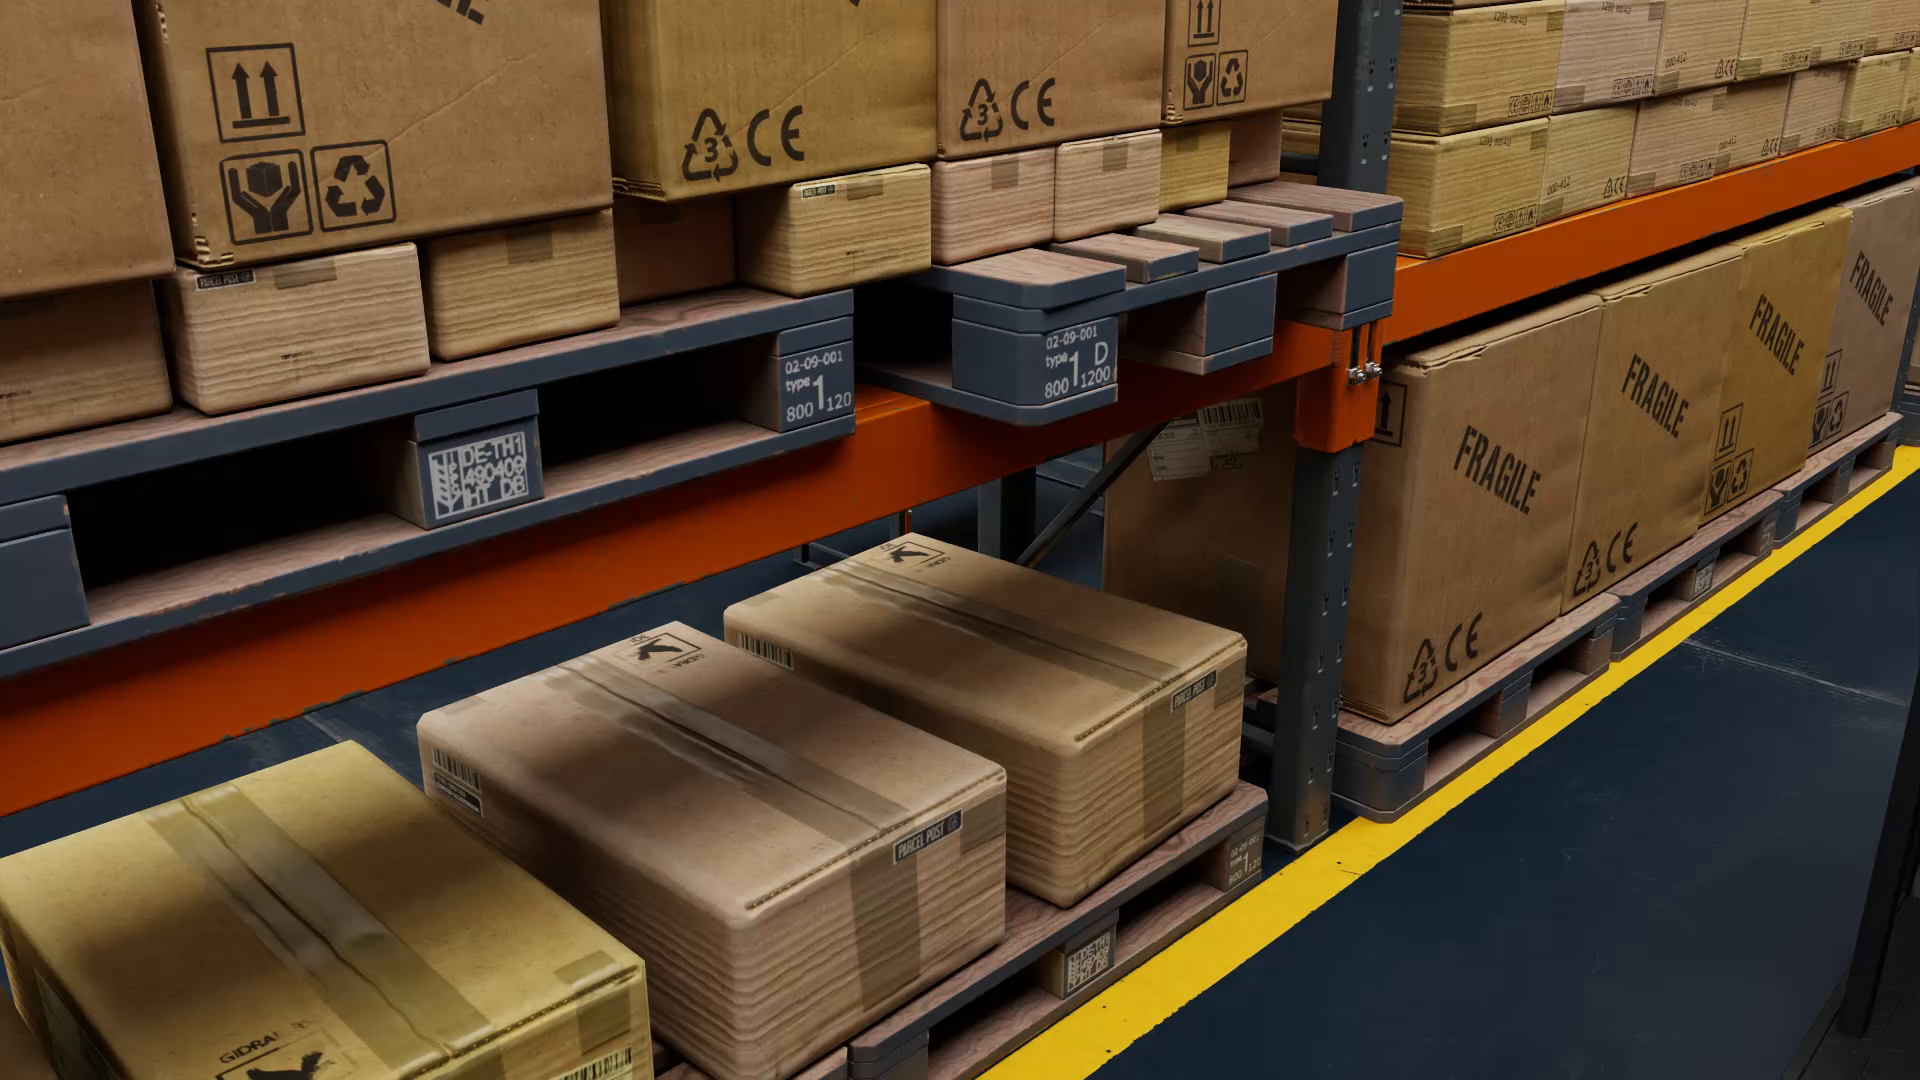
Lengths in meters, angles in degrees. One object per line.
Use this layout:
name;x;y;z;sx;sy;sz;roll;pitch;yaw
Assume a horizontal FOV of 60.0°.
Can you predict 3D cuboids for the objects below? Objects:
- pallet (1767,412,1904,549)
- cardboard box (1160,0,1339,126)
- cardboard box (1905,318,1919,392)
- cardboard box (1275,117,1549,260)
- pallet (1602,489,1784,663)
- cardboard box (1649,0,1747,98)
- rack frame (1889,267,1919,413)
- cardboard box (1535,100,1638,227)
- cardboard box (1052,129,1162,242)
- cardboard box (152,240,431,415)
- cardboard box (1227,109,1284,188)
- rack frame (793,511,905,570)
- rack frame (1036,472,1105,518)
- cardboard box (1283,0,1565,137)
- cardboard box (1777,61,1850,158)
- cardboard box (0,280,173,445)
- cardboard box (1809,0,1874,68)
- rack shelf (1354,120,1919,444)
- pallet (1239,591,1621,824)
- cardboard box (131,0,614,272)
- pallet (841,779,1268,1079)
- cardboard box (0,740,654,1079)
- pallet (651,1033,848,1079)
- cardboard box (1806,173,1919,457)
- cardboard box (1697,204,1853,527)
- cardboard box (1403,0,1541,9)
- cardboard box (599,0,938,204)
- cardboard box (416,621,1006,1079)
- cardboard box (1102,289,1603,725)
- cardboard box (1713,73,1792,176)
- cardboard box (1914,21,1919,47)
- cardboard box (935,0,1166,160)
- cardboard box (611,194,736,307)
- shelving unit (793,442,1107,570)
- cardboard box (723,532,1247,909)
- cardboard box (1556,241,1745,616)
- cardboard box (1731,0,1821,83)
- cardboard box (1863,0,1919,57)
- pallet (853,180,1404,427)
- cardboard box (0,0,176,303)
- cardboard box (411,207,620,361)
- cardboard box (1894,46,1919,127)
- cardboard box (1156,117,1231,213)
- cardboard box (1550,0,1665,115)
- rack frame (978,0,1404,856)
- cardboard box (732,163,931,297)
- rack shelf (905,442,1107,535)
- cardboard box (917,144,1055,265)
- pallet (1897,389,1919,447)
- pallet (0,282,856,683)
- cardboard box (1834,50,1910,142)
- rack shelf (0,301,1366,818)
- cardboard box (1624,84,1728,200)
pallet;2.750;-0.341;6.168;1.003;0.211;1.213;19;28;41
cardboard box;0.326;-1.027;2.926;0.500;0.500;0.500;18;28;39
cardboard box;3.749;-0.994;6.967;0.875;0.438;0.875;19;28;40
cardboard box;0.965;-0.824;3.748;0.500;0.250;0.500;19;28;40
pallet;1.899;-0.026;5.348;1.003;0.211;1.213;19;28;41
cardboard box;1.692;-1.321;4.343;0.500;0.250;0.500;19;28;40
rack frame;3.234;-1.860;6.232;1.000;3.000;0.127;19;28;41
cardboard box;1.311;-0.961;4.103;0.500;0.250;0.500;18;28;39
cardboard box;0.105;-0.604;2.731;0.380;0.149;0.250;19;28;40
cardboard box;-0.806;-0.273;1.869;0.250;0.149;0.380;-19;28;-40
cardboard box;0.383;-0.767;3.155;0.250;0.149;0.380;-19;28;-40
rack frame;-0.350;-0.396;5.037;0.500;1.125;0.032;19;28;41
rack frame;0.359;-0.657;5.717;0.500;1.125;0.032;19;28;41
cardboard box;0.974;-1.063;3.673;0.500;0.250;0.500;19;28;40
cardboard box;2.380;-1.356;5.130;0.500;0.250;0.500;18;28;39
cardboard box;-1.028;-0.218;1.725;0.380;0.149;0.250;20;28;41
cardboard box;2.400;-1.584;5.027;0.500;0.250;0.500;-19;28;-41
rack shelf;1.839;-1.010;5.024;1.077;0.370;4.000;19;28;41
pallet;1.048;0.286;4.536;1.003;0.211;1.213;19;28;41
cardboard box;-0.760;-0.621;1.870;0.500;0.500;0.500;18;27;39
pallet;-0.103;0.670;3.536;1.003;0.211;1.213;19;28;41
cardboard box;-1.000;0.727;2.580;0.625;0.372;0.950;-19;28;-40
pallet;-0.954;0.983;2.724;1.003;0.211;1.213;19;28;41
cardboard box;2.859;-0.885;6.072;0.875;0.875;0.875;-19;28;-40
cardboard box;2.234;-0.651;5.462;0.875;0.875;0.875;-19;28;-40
cardboard box;0.963;-1.411;3.531;0.500;0.500;0.500;18;27;39
cardboard box;-0.378;-0.761;2.234;0.500;0.500;0.500;17;27;37
cardboard box;-0.467;0.533;3.083;0.950;0.372;0.625;19;28;40
cardboard box;0.985;-0.193;4.271;0.875;0.875;0.875;19;28;40
cardboard box;2.023;-1.222;4.782;0.500;0.250;0.500;19;28;41
cardboard box;3.101;-1.849;5.717;0.500;0.250;0.500;19;28;41
cardboard box;-0.027;-0.891;2.573;0.500;0.500;0.500;19;28;40
cardboard box;-0.524;-0.434;2.288;0.380;0.149;0.250;20;28;41
shelving unit;0.005;-0.527;5.377;0.538;1.125;1.048;19;28;41
cardboard box;0.042;0.342;3.582;0.950;0.372;0.625;17;27;37
cardboard box;1.610;-0.421;4.865;0.875;0.875;0.875;20;29;41
cardboard box;2.055;-1.448;4.673;0.500;0.250;0.500;-20;28;-41
cardboard box;2.757;-1.719;5.377;0.500;0.250;0.500;-19;28;-41
pallet;0.023;-0.532;3.046;1.213;0.211;1.003;19;28;41
cardboard box;-1.111;-0.486;1.519;0.500;0.500;0.500;19;28;40
cardboard box;-0.641;-0.349;2.067;0.380;0.149;0.250;18;27;39
cardboard box;3.102;-1.611;5.795;0.500;0.250;0.500;18;28;39
cardboard box;0.248;-0.680;2.928;0.250;0.149;0.380;-20;28;-41
cardboard box;1.335;-1.196;4.018;0.500;0.250;0.500;-19;28;-41
rack frame;0.444;-0.832;3.557;1.000;3.000;0.127;19;28;41
cardboard box;-0.259;-0.467;2.374;0.250;0.149;0.380;-20;28;-41
rack shelf;0.005;-0.299;5.465;0.538;0.278;1.000;19;28;41
cardboard box;-0.077;-0.542;2.567;0.380;0.149;0.250;18;27;38
pallet;3.821;-0.734;7.190;1.003;0.211;1.213;19;28;41
pallet;-0.908;-0.223;2.241;1.003;0.211;1.213;19;28;41
cardboard box;2.746;-1.481;5.455;0.500;0.250;0.500;19;28;40
rack shelf;-0.952;0.018;2.349;1.077;0.370;4.000;19;28;41
cardboard box;1.681;-1.094;4.450;0.500;0.250;0.500;-19;28;-40
